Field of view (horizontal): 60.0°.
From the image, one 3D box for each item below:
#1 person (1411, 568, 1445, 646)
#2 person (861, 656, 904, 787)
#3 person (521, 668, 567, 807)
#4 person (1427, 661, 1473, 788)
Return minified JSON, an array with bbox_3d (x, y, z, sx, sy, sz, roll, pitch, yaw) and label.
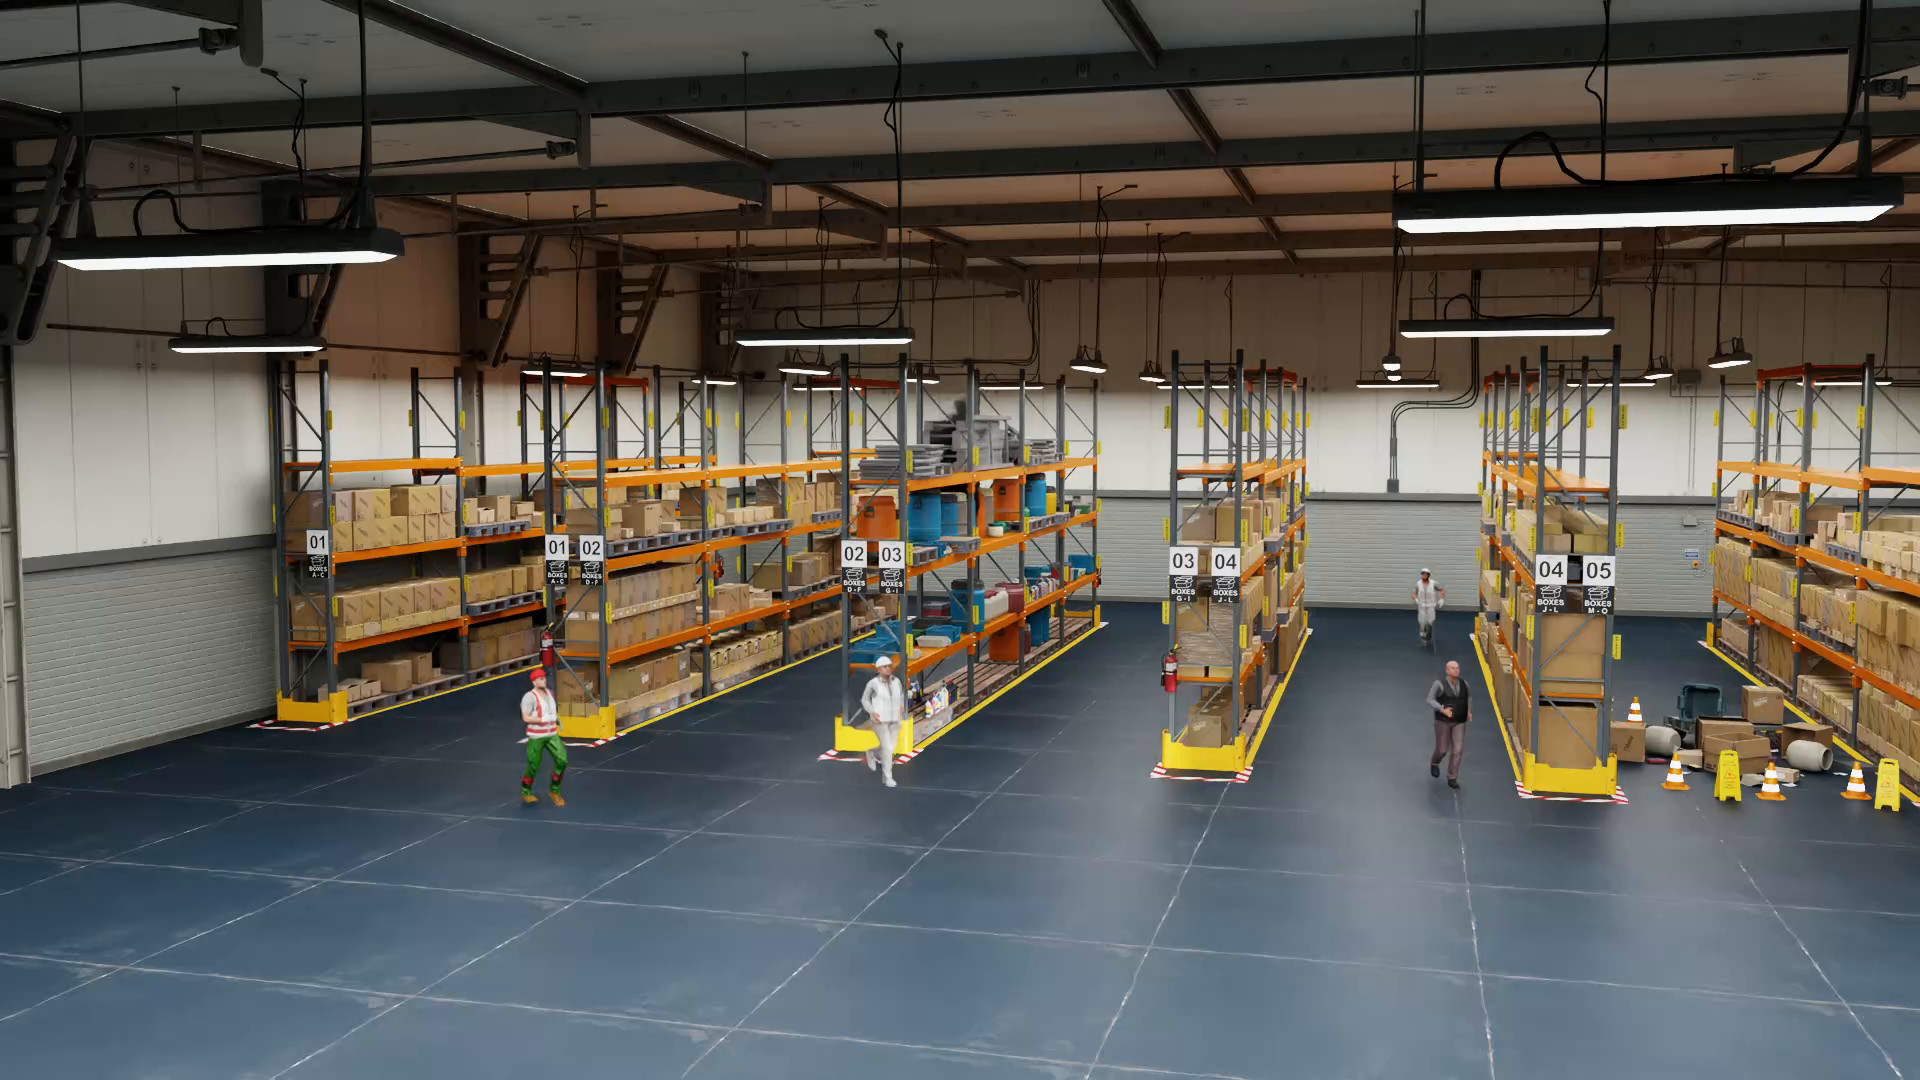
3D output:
[{"bbox_3d":[10.306,1.493,36.689,0.699,1.739,0.693,2,4,23],"label":"person"},{"bbox_3d":[-1.064,2.475,22.956,0.677,1.770,0.762,-3,5,-34],"label":"person"},{"bbox_3d":[-5.378,2.566,21.501,0.748,1.825,0.659,3,5,40],"label":"person"},{"bbox_3d":[6.739,2.505,22.850,0.686,1.704,0.769,0,4,-4],"label":"person"}]
